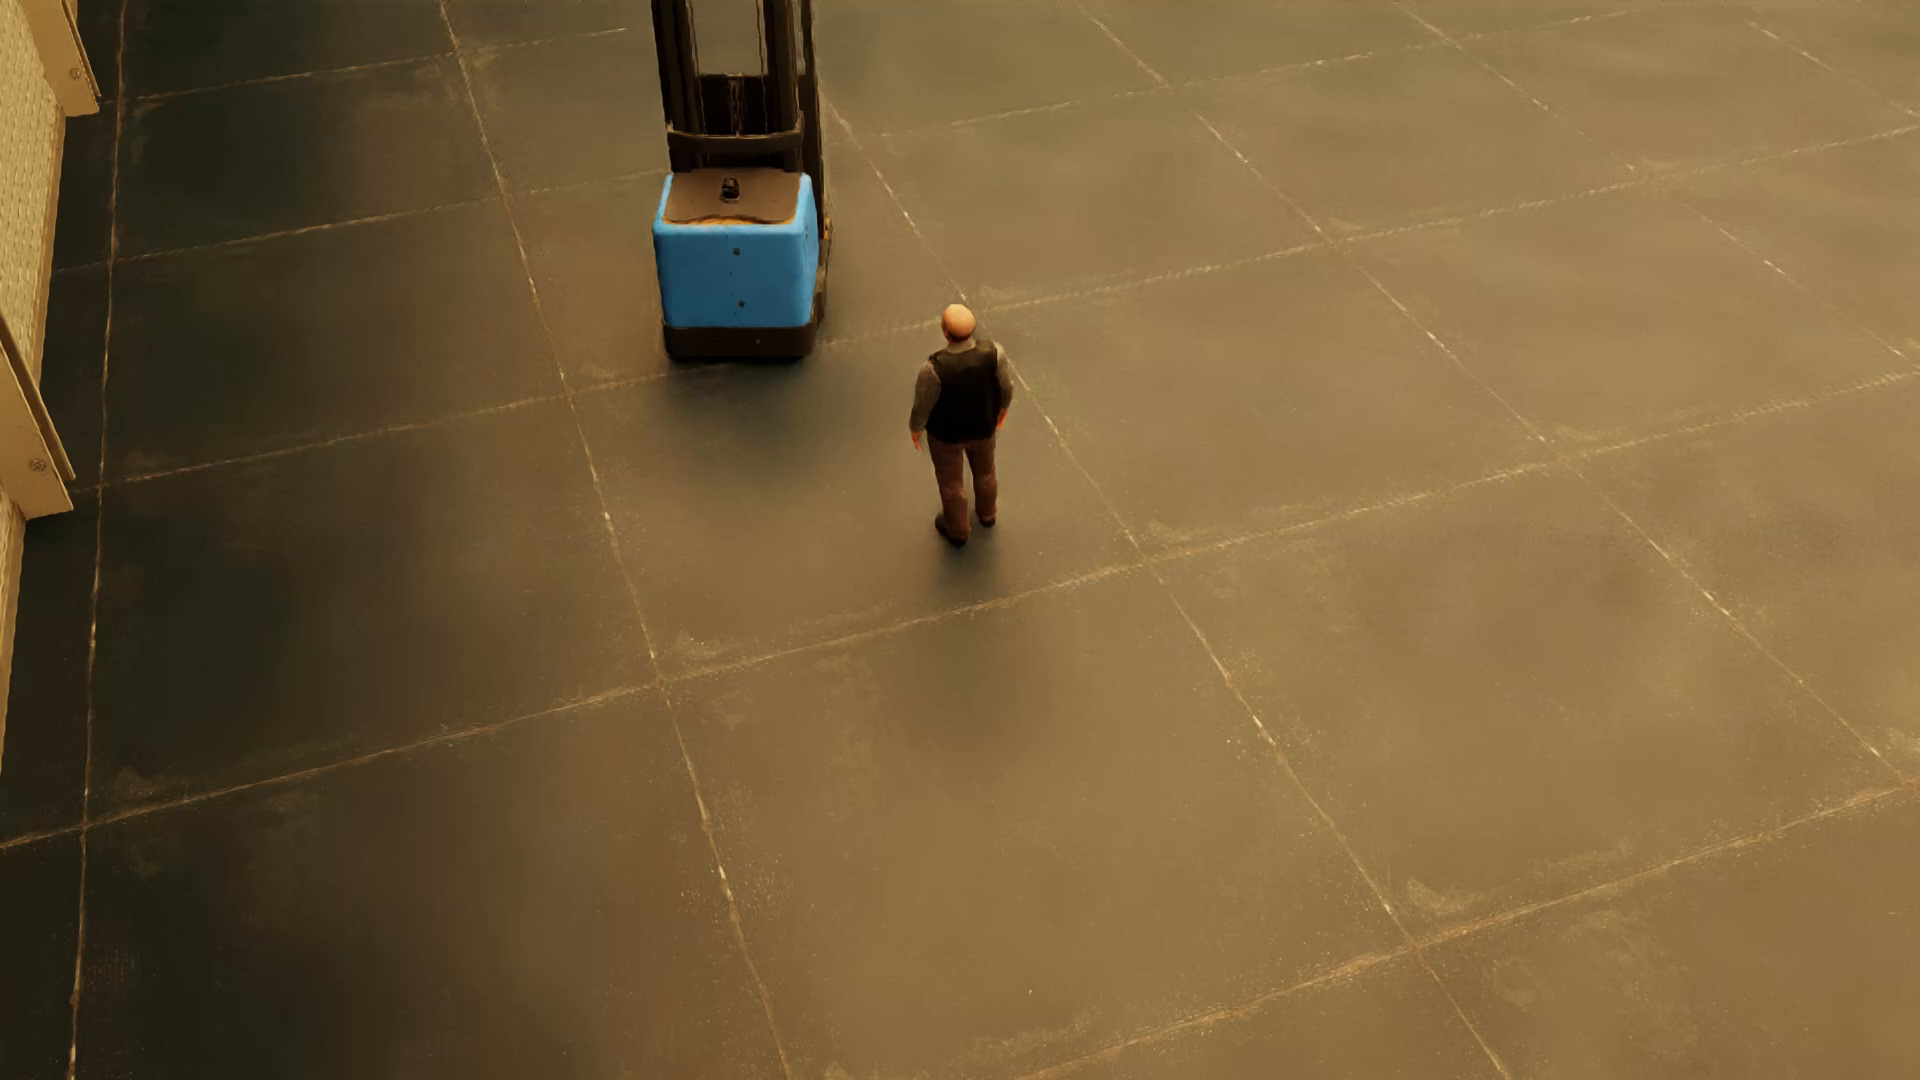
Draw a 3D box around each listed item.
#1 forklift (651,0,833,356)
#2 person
[{"bbox_3d":[-1.562,-3.337,11.970,1.130,2.935,3.031,0,40,0],"label":"forklift"},{"bbox_3d":[-0.014,-0.704,9.765,0.632,1.720,0.567,-13,42,-15],"label":"person"}]
